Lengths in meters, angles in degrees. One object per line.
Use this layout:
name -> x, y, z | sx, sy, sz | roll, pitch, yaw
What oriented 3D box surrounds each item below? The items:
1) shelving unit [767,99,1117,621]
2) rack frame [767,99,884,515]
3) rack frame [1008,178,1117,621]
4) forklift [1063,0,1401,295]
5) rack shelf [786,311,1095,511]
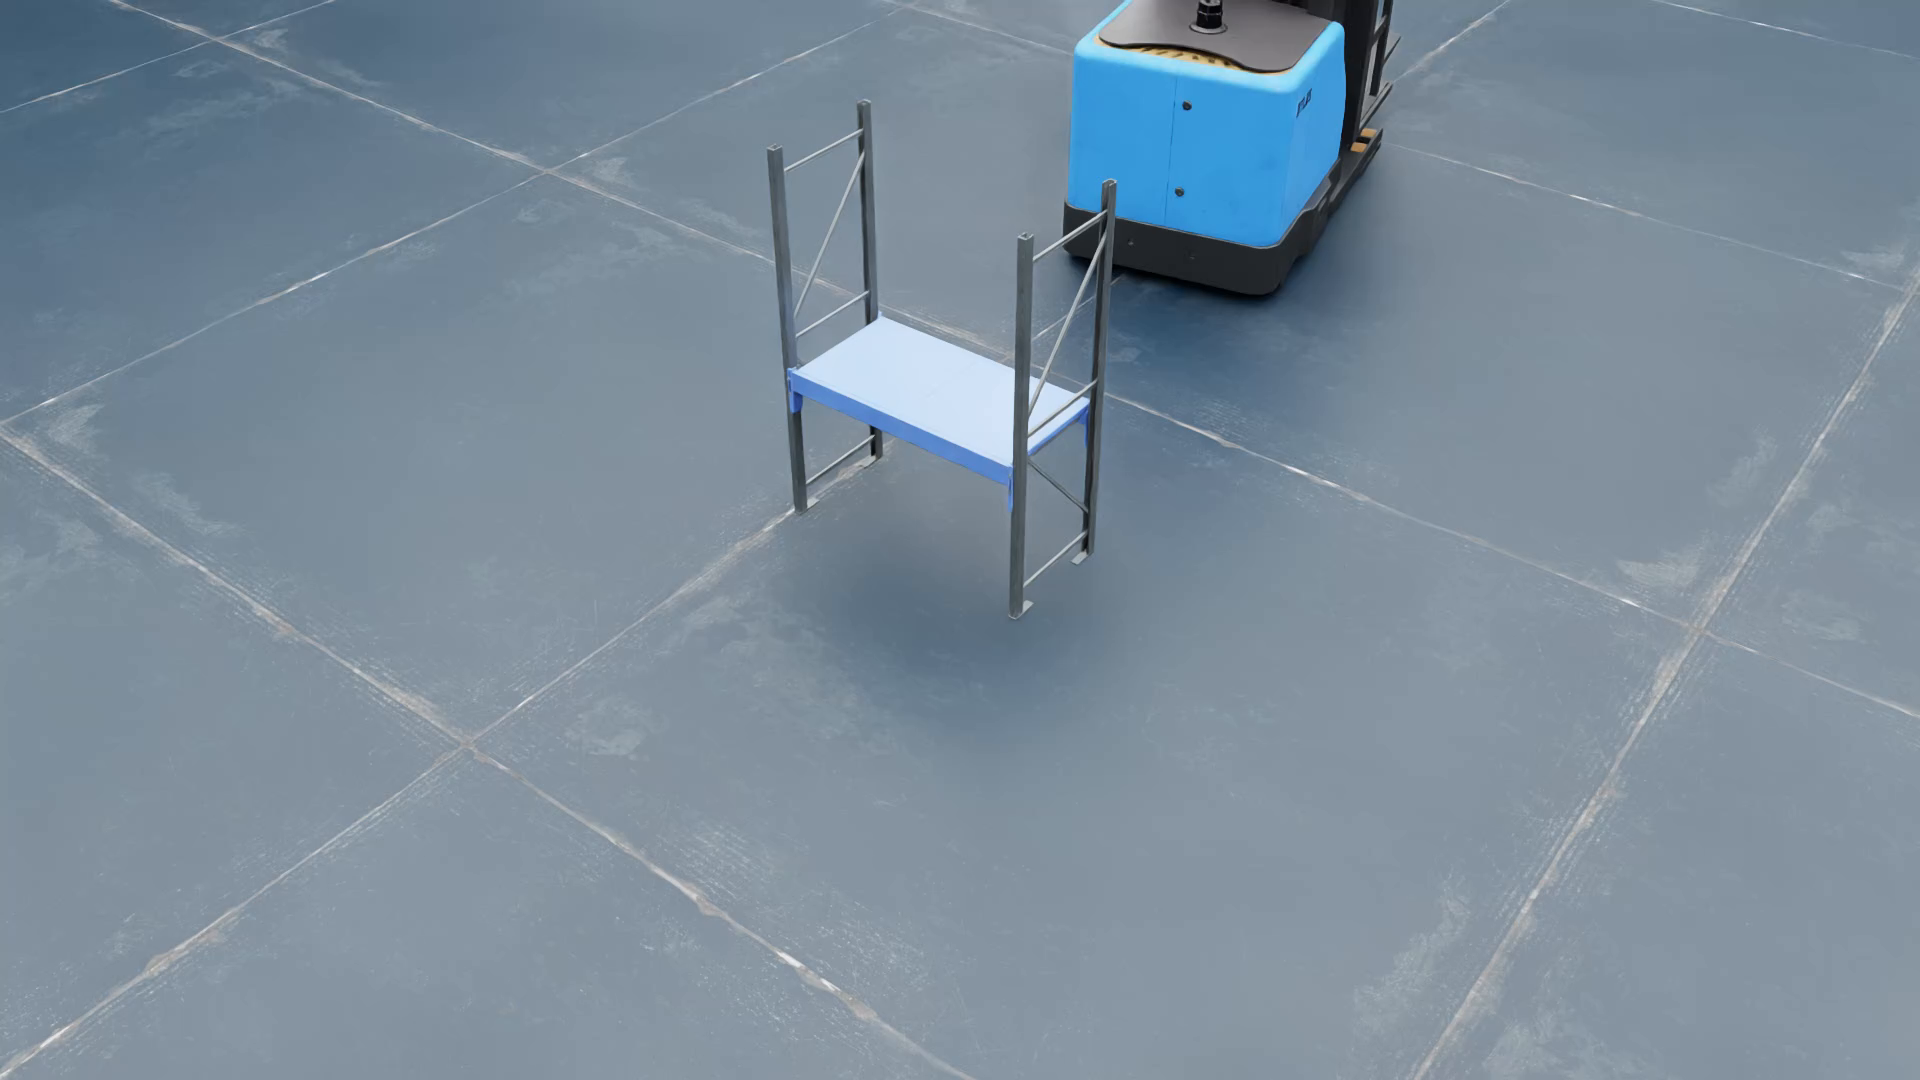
shelving unit -> -0.068, -0.622, 5.828 | 1.048, 1.500, 0.538 | 25, 45, 29
rack frame -> -0.472, -0.813, 6.072 | 0.032, 1.500, 0.500 | 25, 45, 29
rack frame -> 0.336, -0.432, 5.585 | 0.032, 1.500, 0.500 | 25, 45, 29
forklift -> 1.586, -3.167, 7.918 | 1.130, 2.935, 3.031 | 17, 41, 20
rack shelf -> -0.068, -0.481, 5.939 | 1.000, 0.185, 0.538 | 25, 45, 29
